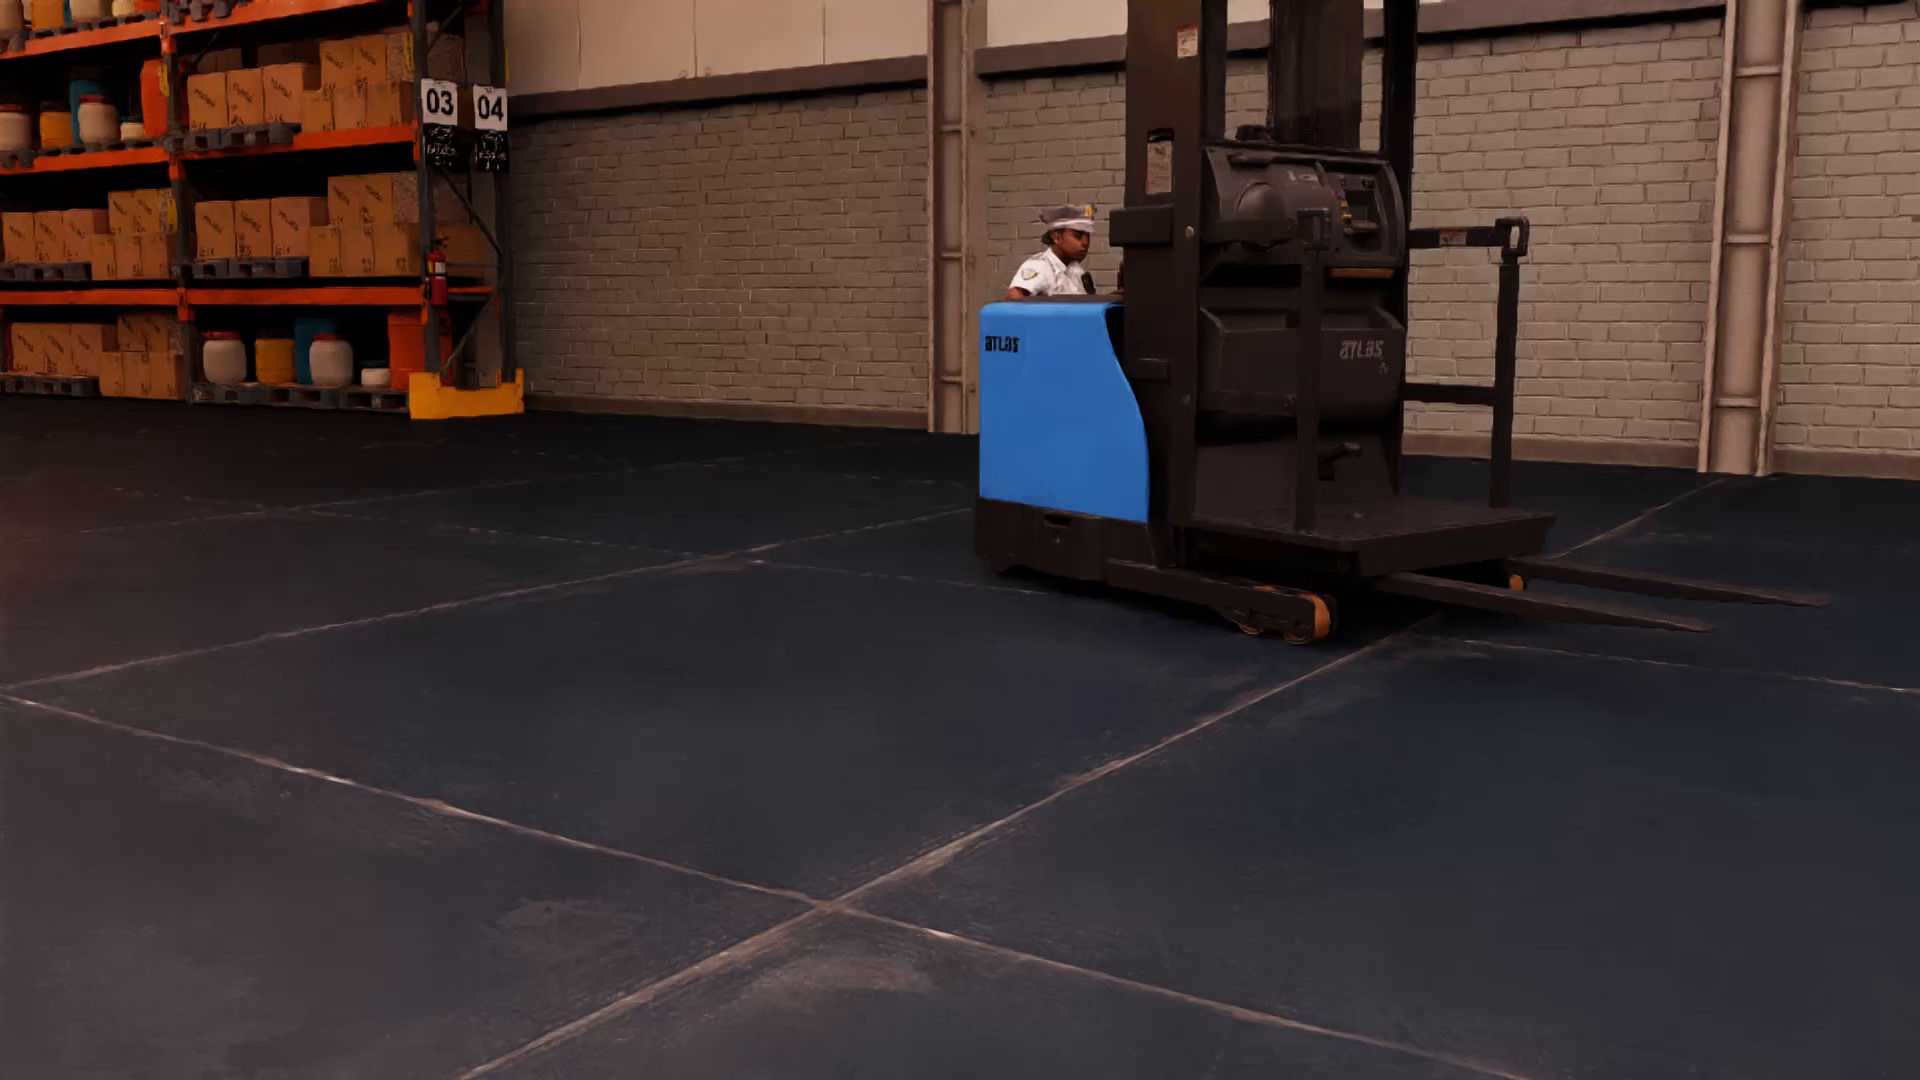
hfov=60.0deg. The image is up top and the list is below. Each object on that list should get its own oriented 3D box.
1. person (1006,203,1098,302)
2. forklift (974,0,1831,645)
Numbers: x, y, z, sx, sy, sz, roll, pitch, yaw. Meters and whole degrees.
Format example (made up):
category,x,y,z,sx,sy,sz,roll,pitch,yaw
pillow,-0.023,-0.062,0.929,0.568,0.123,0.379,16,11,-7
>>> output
category,x,y,z,sx,sy,sz,roll,pitch,yaw
person,0.613,-0.735,7.448,0.722,1.524,0.952,7,11,40
forklift,1.331,-1.195,5.593,1.130,2.935,3.031,-6,10,-36
